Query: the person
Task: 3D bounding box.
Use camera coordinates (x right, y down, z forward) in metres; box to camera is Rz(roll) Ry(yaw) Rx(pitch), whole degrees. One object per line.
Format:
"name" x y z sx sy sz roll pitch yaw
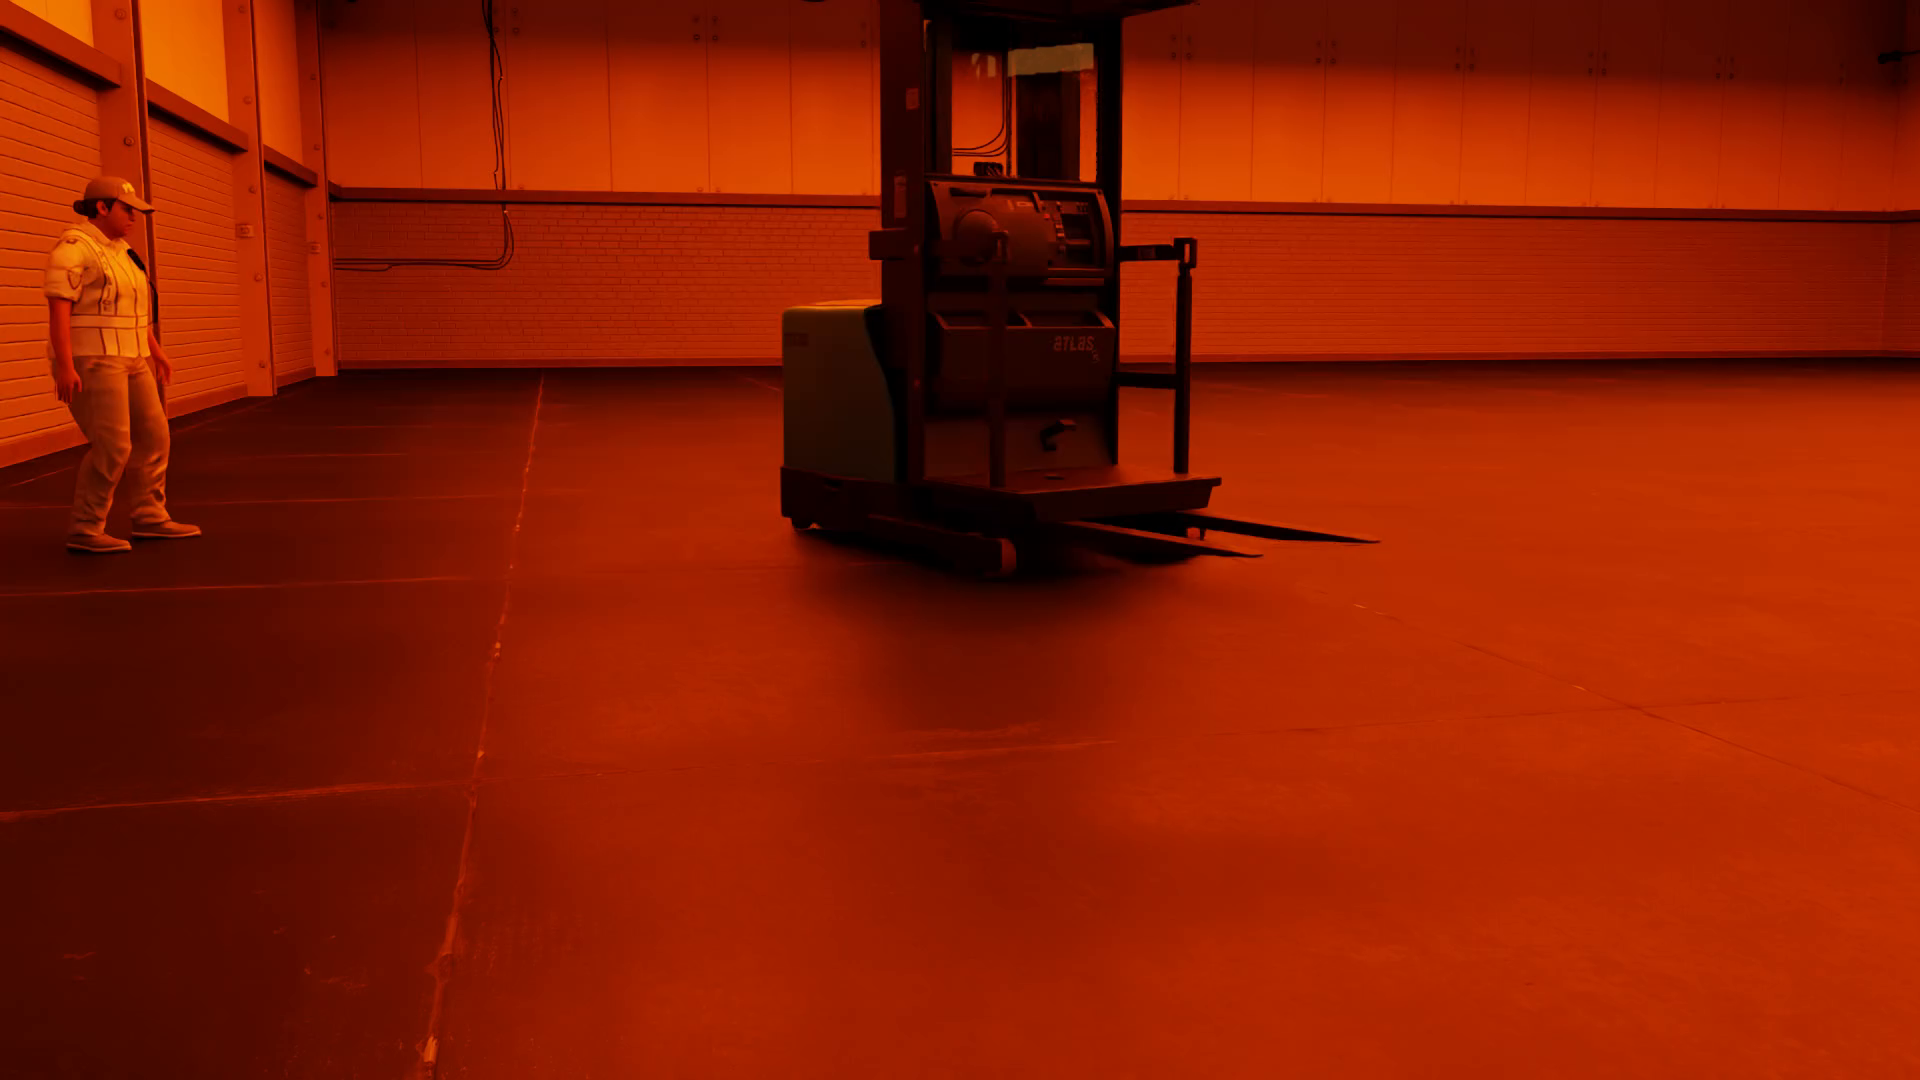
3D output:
"person" -3.766 -0.782 7.393 0.446 1.641 0.722 0 8 0

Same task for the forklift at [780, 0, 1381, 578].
"forklift" 0.396 -1.374 6.952 1.130 2.935 3.031 -6 10 -35
